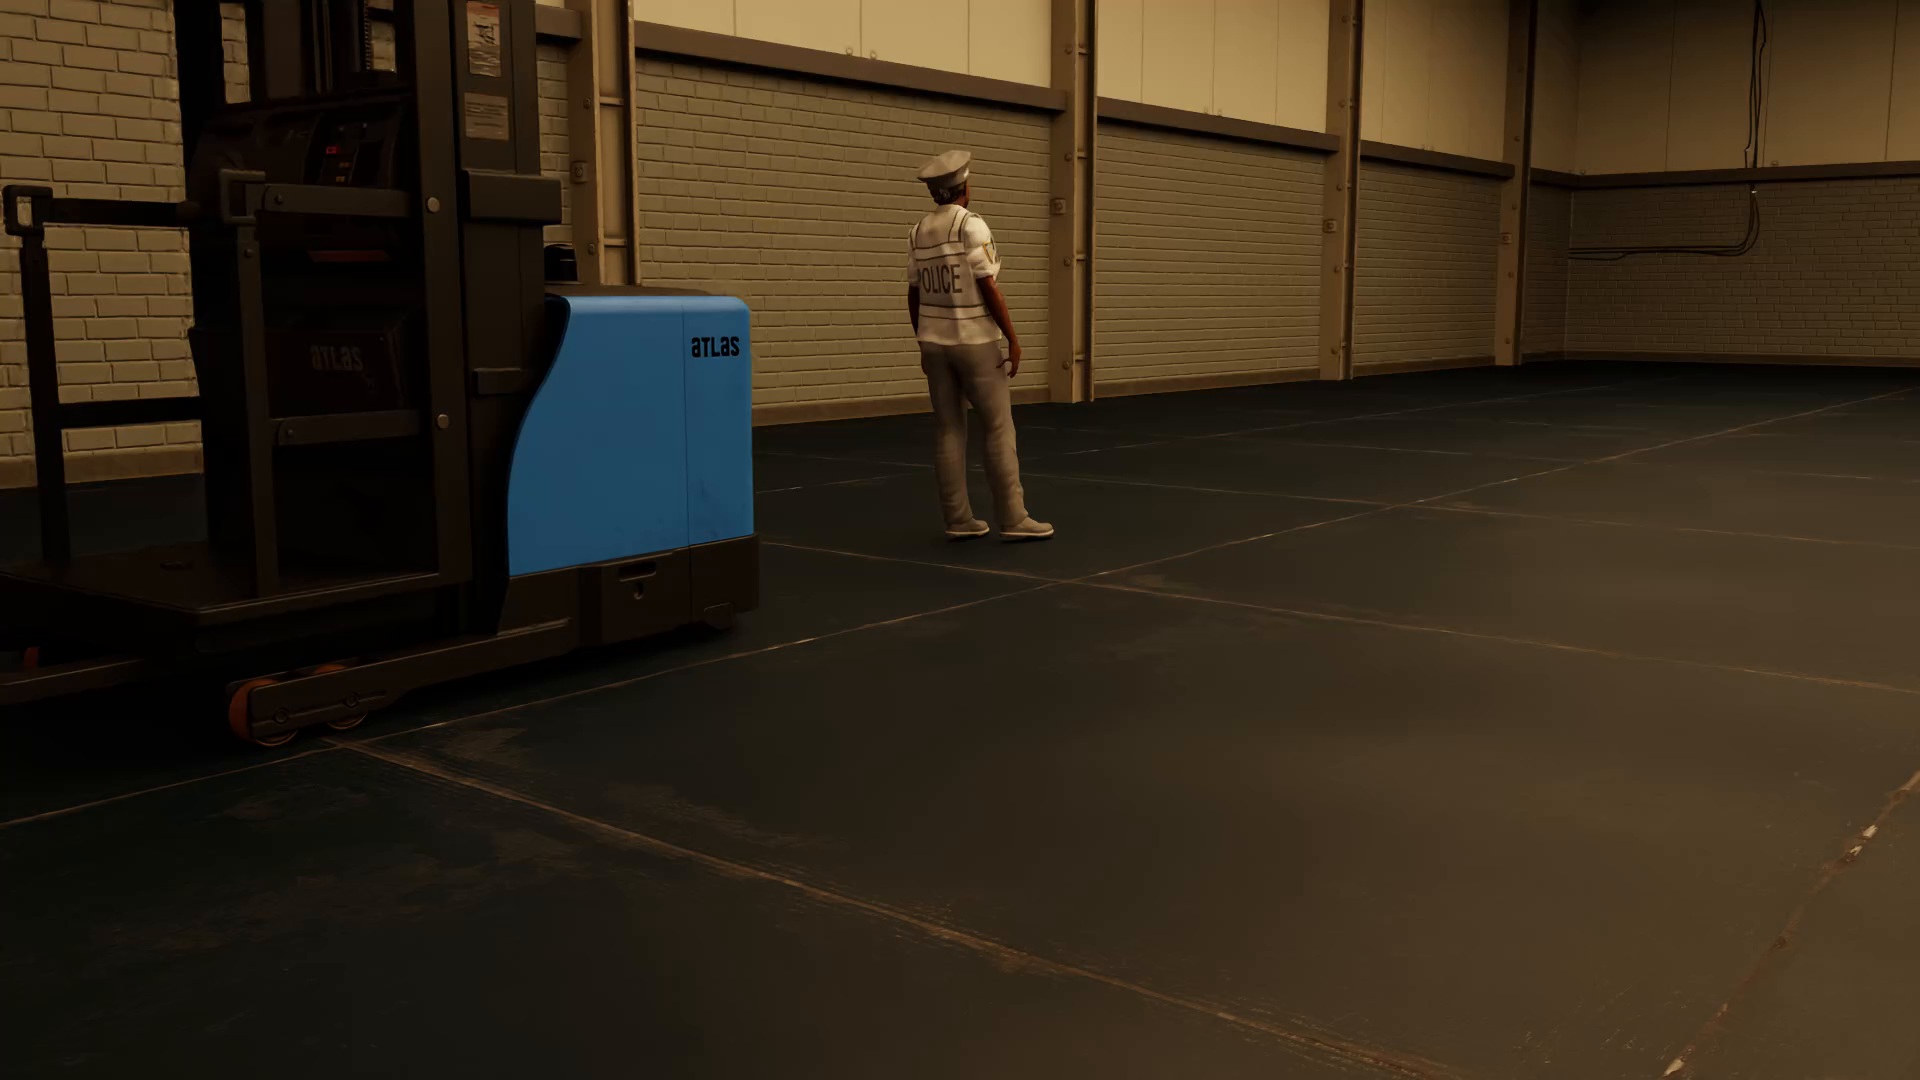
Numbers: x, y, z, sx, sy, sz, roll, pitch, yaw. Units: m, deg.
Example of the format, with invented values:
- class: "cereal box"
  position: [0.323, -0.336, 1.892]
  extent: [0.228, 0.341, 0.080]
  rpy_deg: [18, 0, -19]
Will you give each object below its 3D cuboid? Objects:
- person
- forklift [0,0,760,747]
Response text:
- class: "person"
  position: [0.063, -0.852, 7.327]
  extent: [0.569, 1.695, 0.528]
  rpy_deg: [7, 11, 38]
- class: "forklift"
  position: [-1.916, -1.031, 4.326]
  extent: [1.130, 2.935, 3.031]
  rpy_deg: [6, 10, 35]
